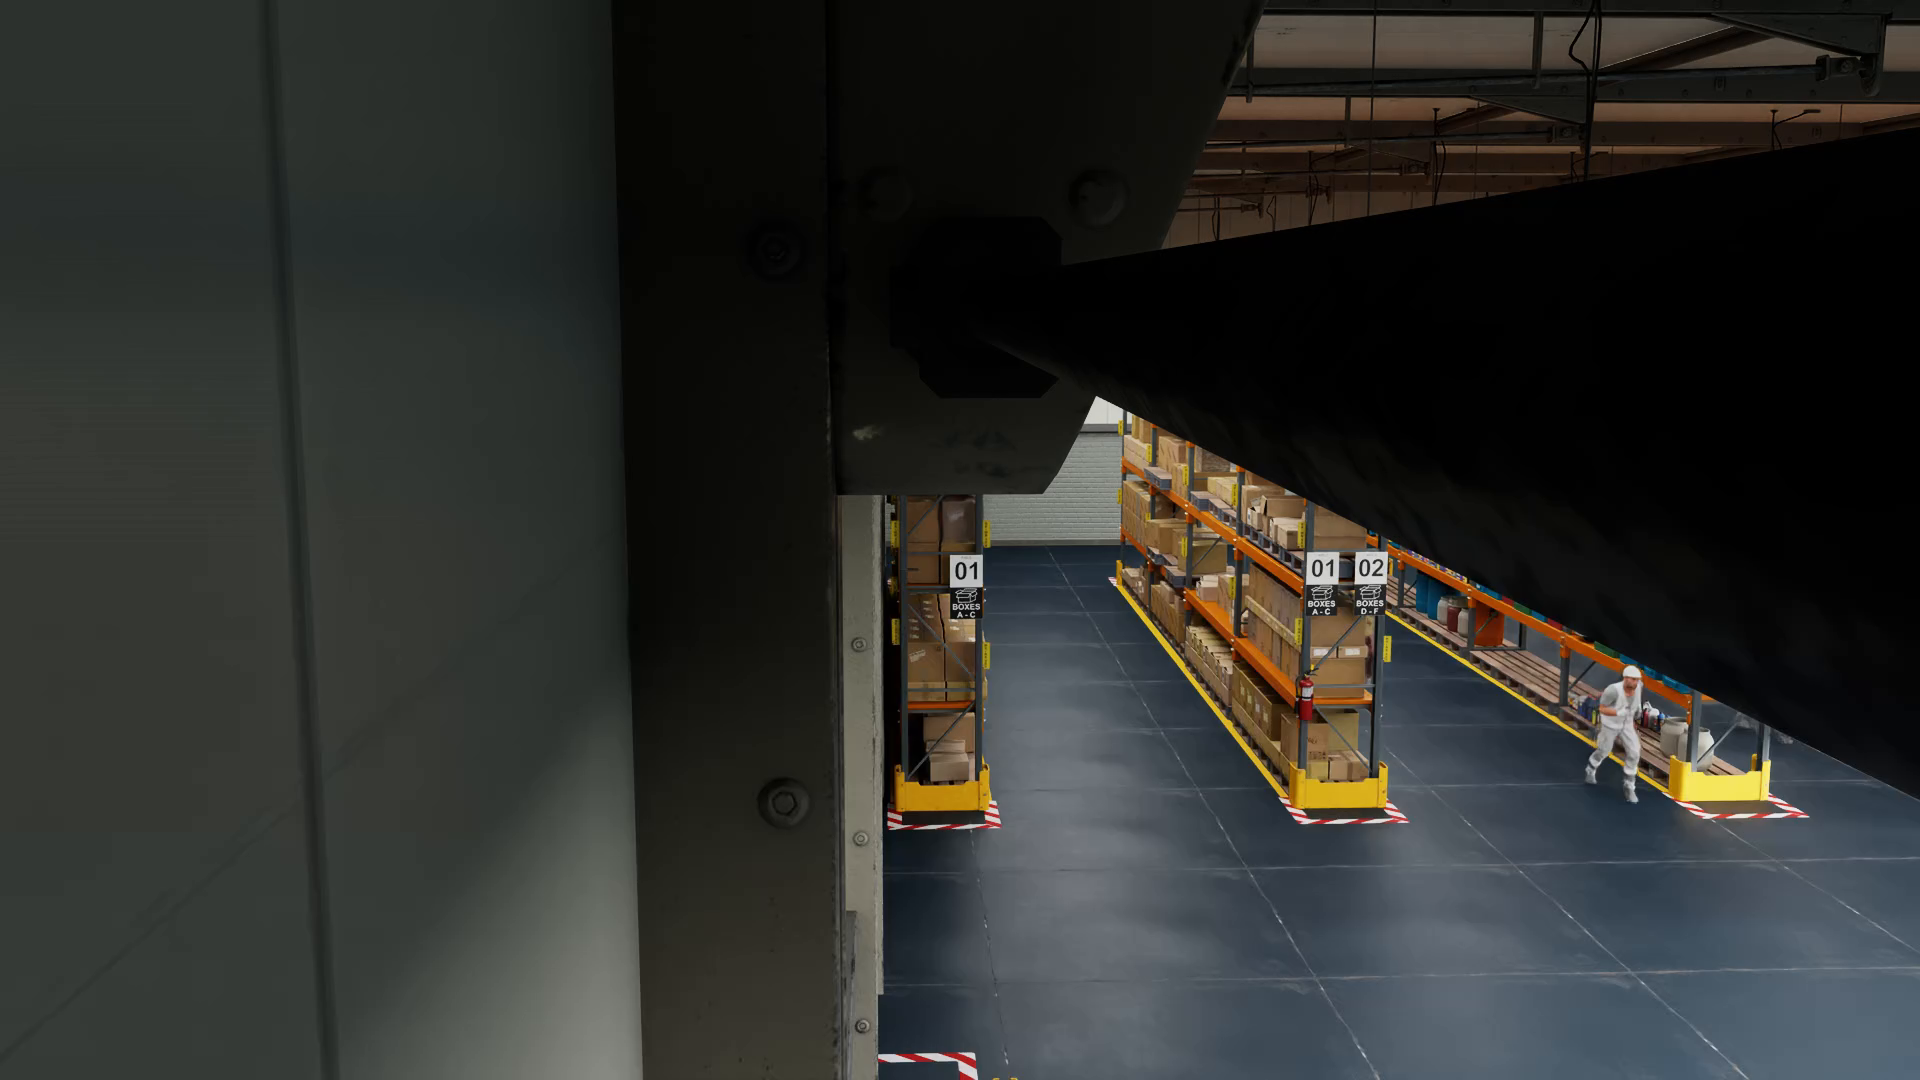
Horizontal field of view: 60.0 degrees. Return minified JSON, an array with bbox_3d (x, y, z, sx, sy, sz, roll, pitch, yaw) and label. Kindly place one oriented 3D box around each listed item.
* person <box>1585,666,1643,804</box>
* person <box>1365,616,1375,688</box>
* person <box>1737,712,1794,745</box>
[{"bbox_3d":[8.306,2.396,21.082,0.715,1.768,0.950,-2,9,-14],"label":"person"},{"bbox_3d":[6.585,1.546,26.950,0.555,1.691,0.778,-1,8,-7],"label":"person"},{"bbox_3d":[11.627,2.061,23.864,0.665,1.631,0.958,-4,9,-25],"label":"person"}]
